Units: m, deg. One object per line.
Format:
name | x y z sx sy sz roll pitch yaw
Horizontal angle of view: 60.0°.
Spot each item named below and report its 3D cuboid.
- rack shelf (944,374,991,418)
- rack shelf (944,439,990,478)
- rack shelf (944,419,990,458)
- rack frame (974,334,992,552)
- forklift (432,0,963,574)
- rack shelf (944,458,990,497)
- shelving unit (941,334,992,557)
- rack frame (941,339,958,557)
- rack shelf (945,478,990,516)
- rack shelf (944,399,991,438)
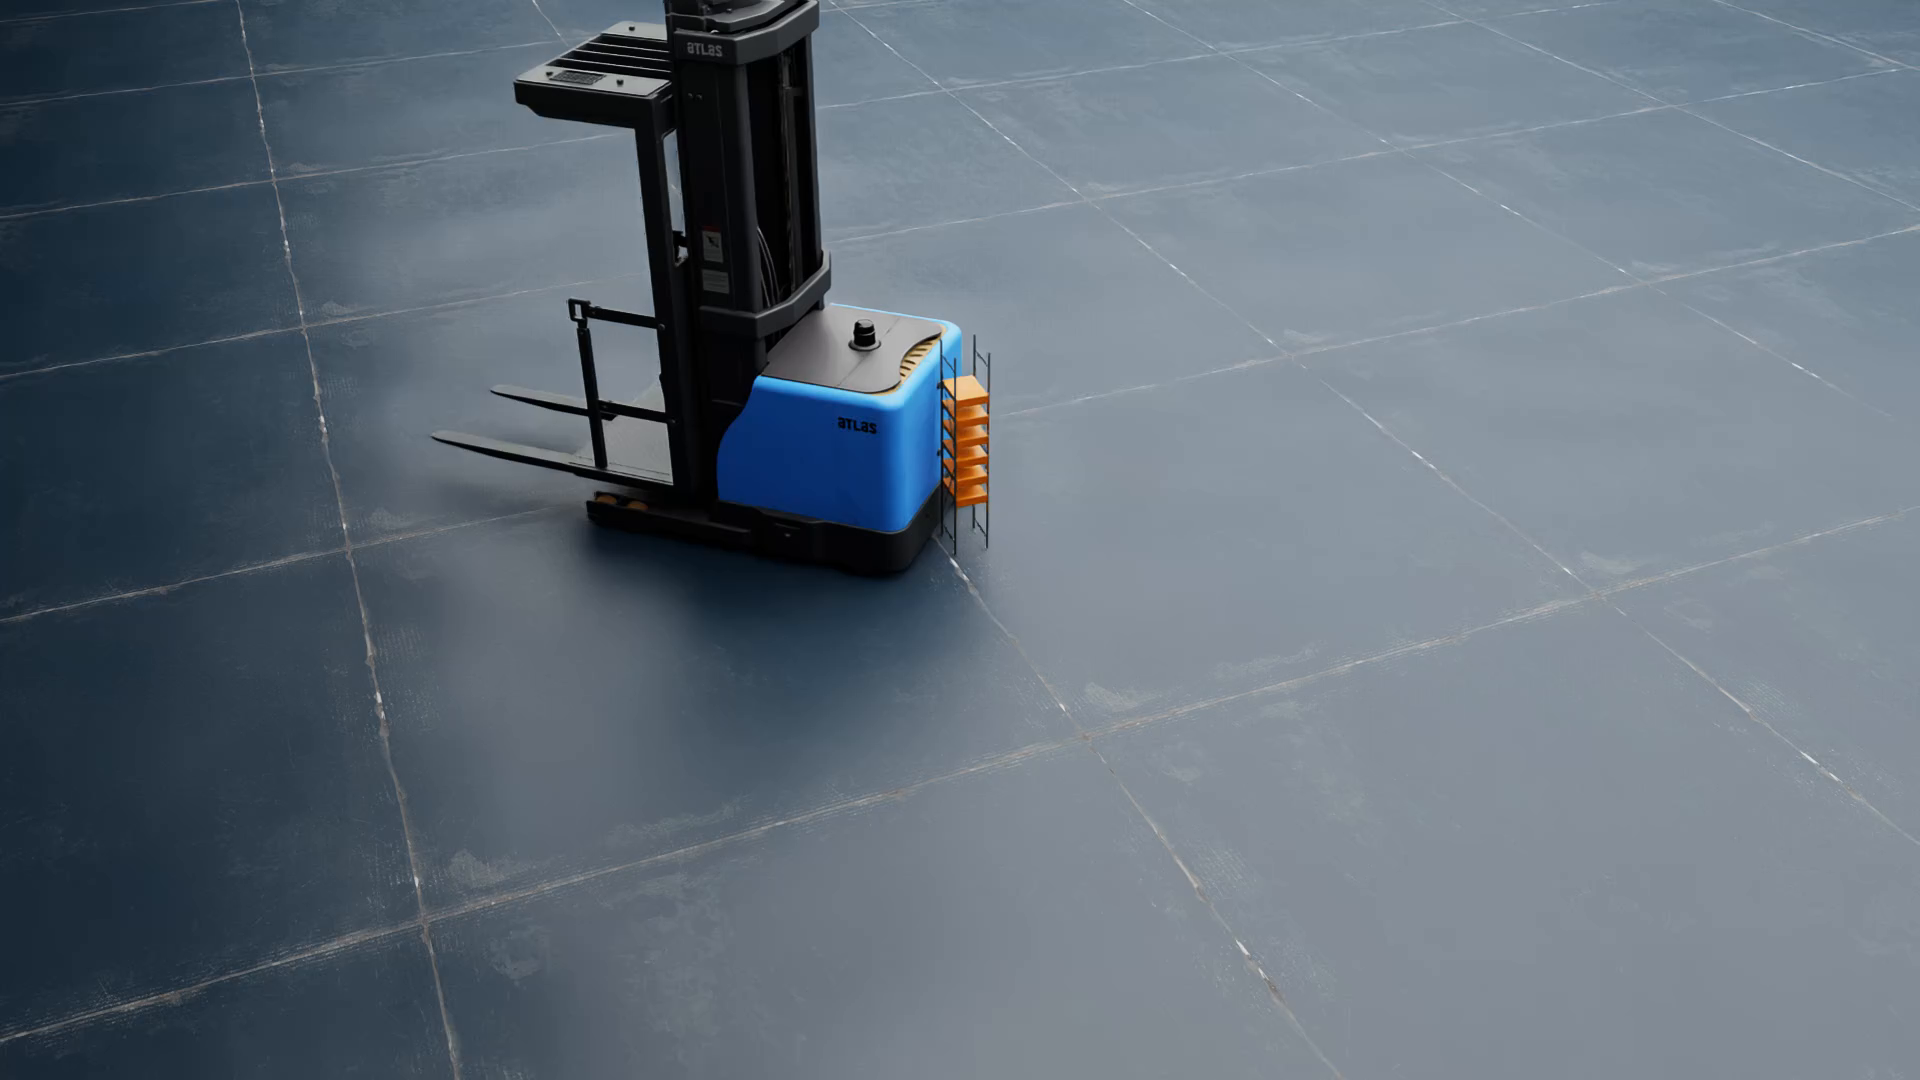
rack shelf | 0.032 -0.750 8.642 0.180 0.103 0.258 -11 35 -16
rack shelf | 0.032 -0.448 8.839 0.180 0.103 0.258 -11 35 -16
rack shelf | 0.032 -0.549 8.773 0.180 0.103 0.258 -11 35 -16
rack frame | 0.119 -0.502 8.839 0.006 1.200 0.240 -11 35 -16
forklift | -1.541 -1.533 8.837 3.031 2.935 1.130 11 35 17
rack shelf | 0.032 -0.348 8.904 0.180 0.103 0.258 -11 35 -16
shelving unit | 0.032 -0.486 8.814 0.189 1.200 0.258 -11 35 -16
rack frame | -0.054 -0.470 8.790 0.006 1.200 0.240 -11 35 -16
rack shelf | 0.032 -0.247 8.969 0.180 0.103 0.258 -11 35 -16
rack shelf | 0.032 -0.650 8.708 0.180 0.103 0.258 -11 35 -16
